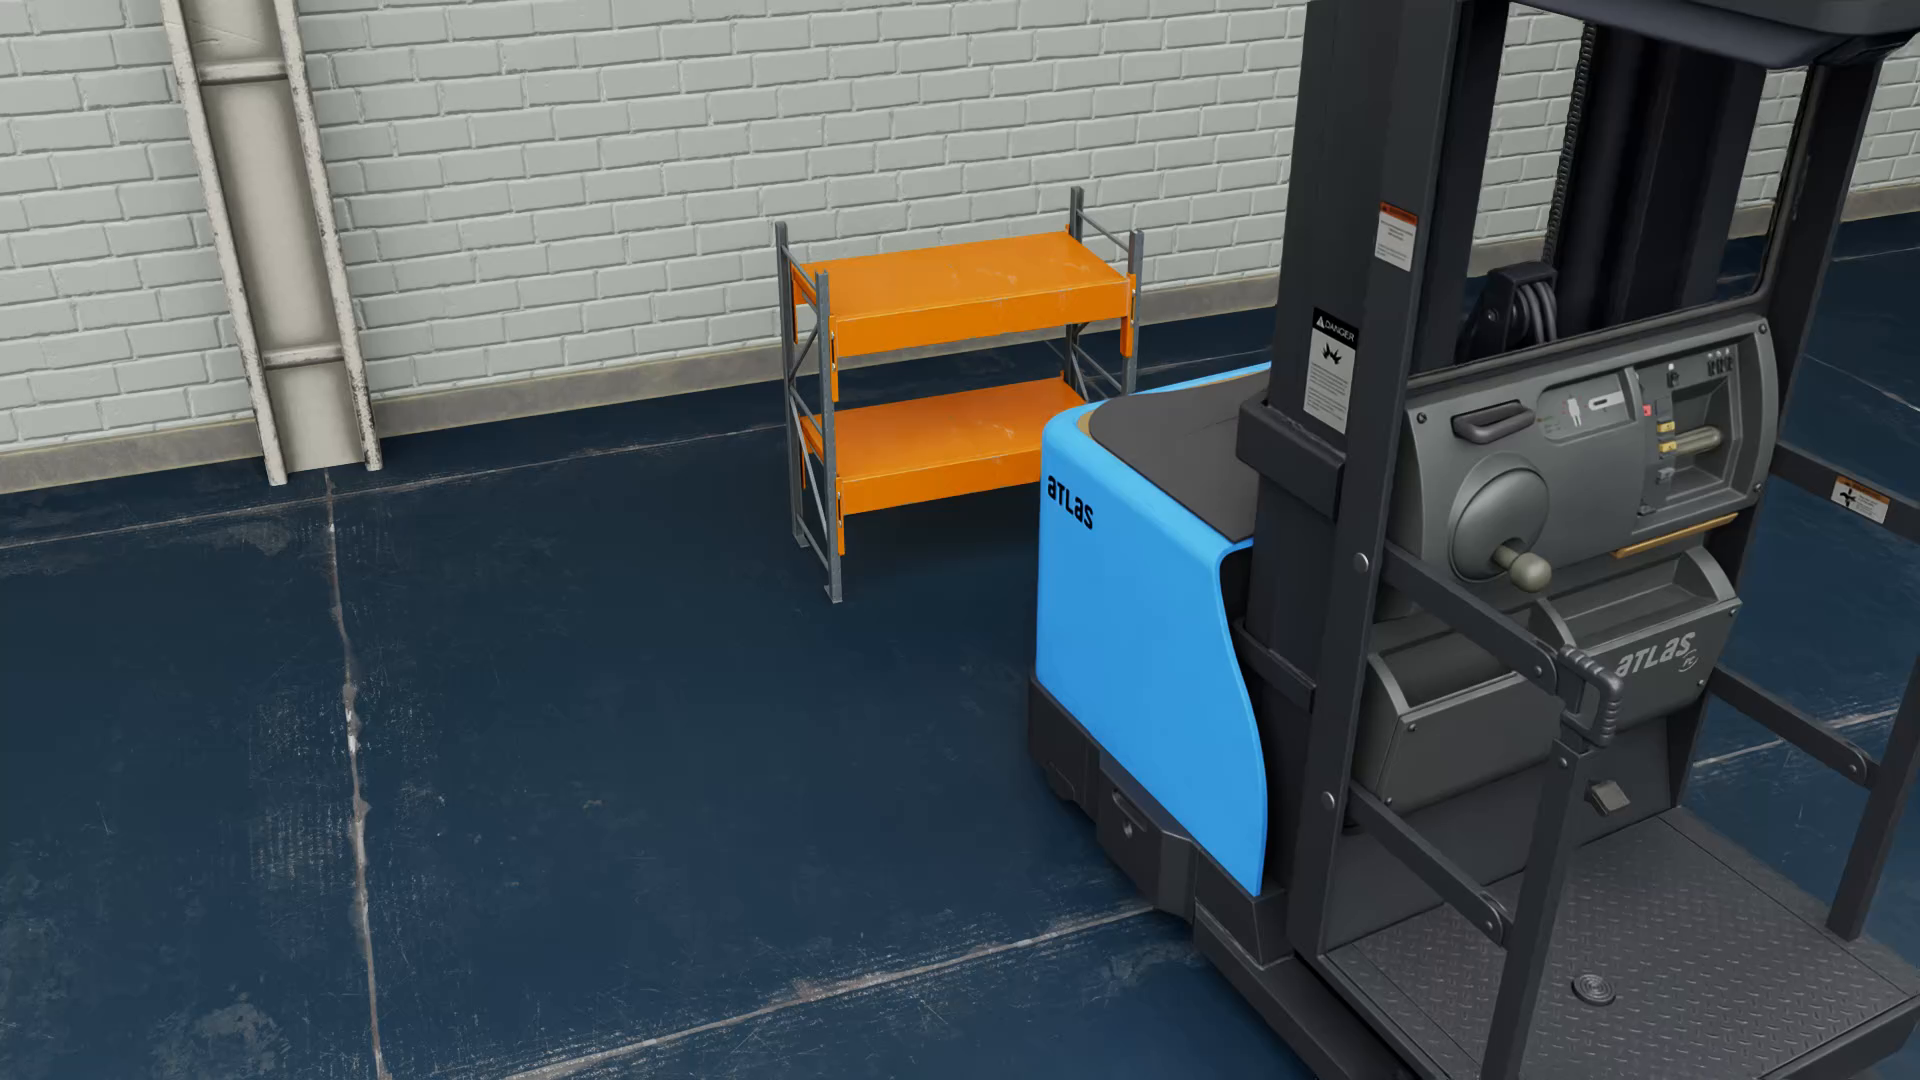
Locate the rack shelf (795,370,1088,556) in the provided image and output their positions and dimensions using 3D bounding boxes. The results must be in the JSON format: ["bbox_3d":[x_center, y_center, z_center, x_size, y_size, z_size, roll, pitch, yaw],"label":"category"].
[{"bbox_3d":[-0.006,-0.275,5.591,1.000,0.278,0.538,-10,31,-18],"label":"rack shelf"}]

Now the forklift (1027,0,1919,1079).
[{"bbox_3d":[1.321,-0.124,3.006,1.130,2.935,3.031,-15,33,-24],"label":"forklift"}]

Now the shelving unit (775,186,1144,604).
[{"bbox_3d":[-0.006,-0.488,5.469,1.048,1.125,0.538,-10,31,-18],"label":"shelving unit"}]

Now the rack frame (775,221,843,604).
[{"bbox_3d":[-0.483,-0.400,5.315,0.032,1.125,0.500,-10,31,-18],"label":"rack frame"}]

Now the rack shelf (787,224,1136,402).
[{"bbox_3d":[-0.006,-0.742,5.325,1.000,0.278,0.538,-10,31,-18],"label":"rack shelf"}]

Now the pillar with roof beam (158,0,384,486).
[{"bbox_3d":[-0.895,-2.216,0.550,0.400,9.000,9.100,-10,31,-18],"label":"pillar with roof beam"}]

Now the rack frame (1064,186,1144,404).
[{"bbox_3d":[0.470,-0.575,5.624,0.032,1.125,0.500,-10,31,-18],"label":"rack frame"}]
